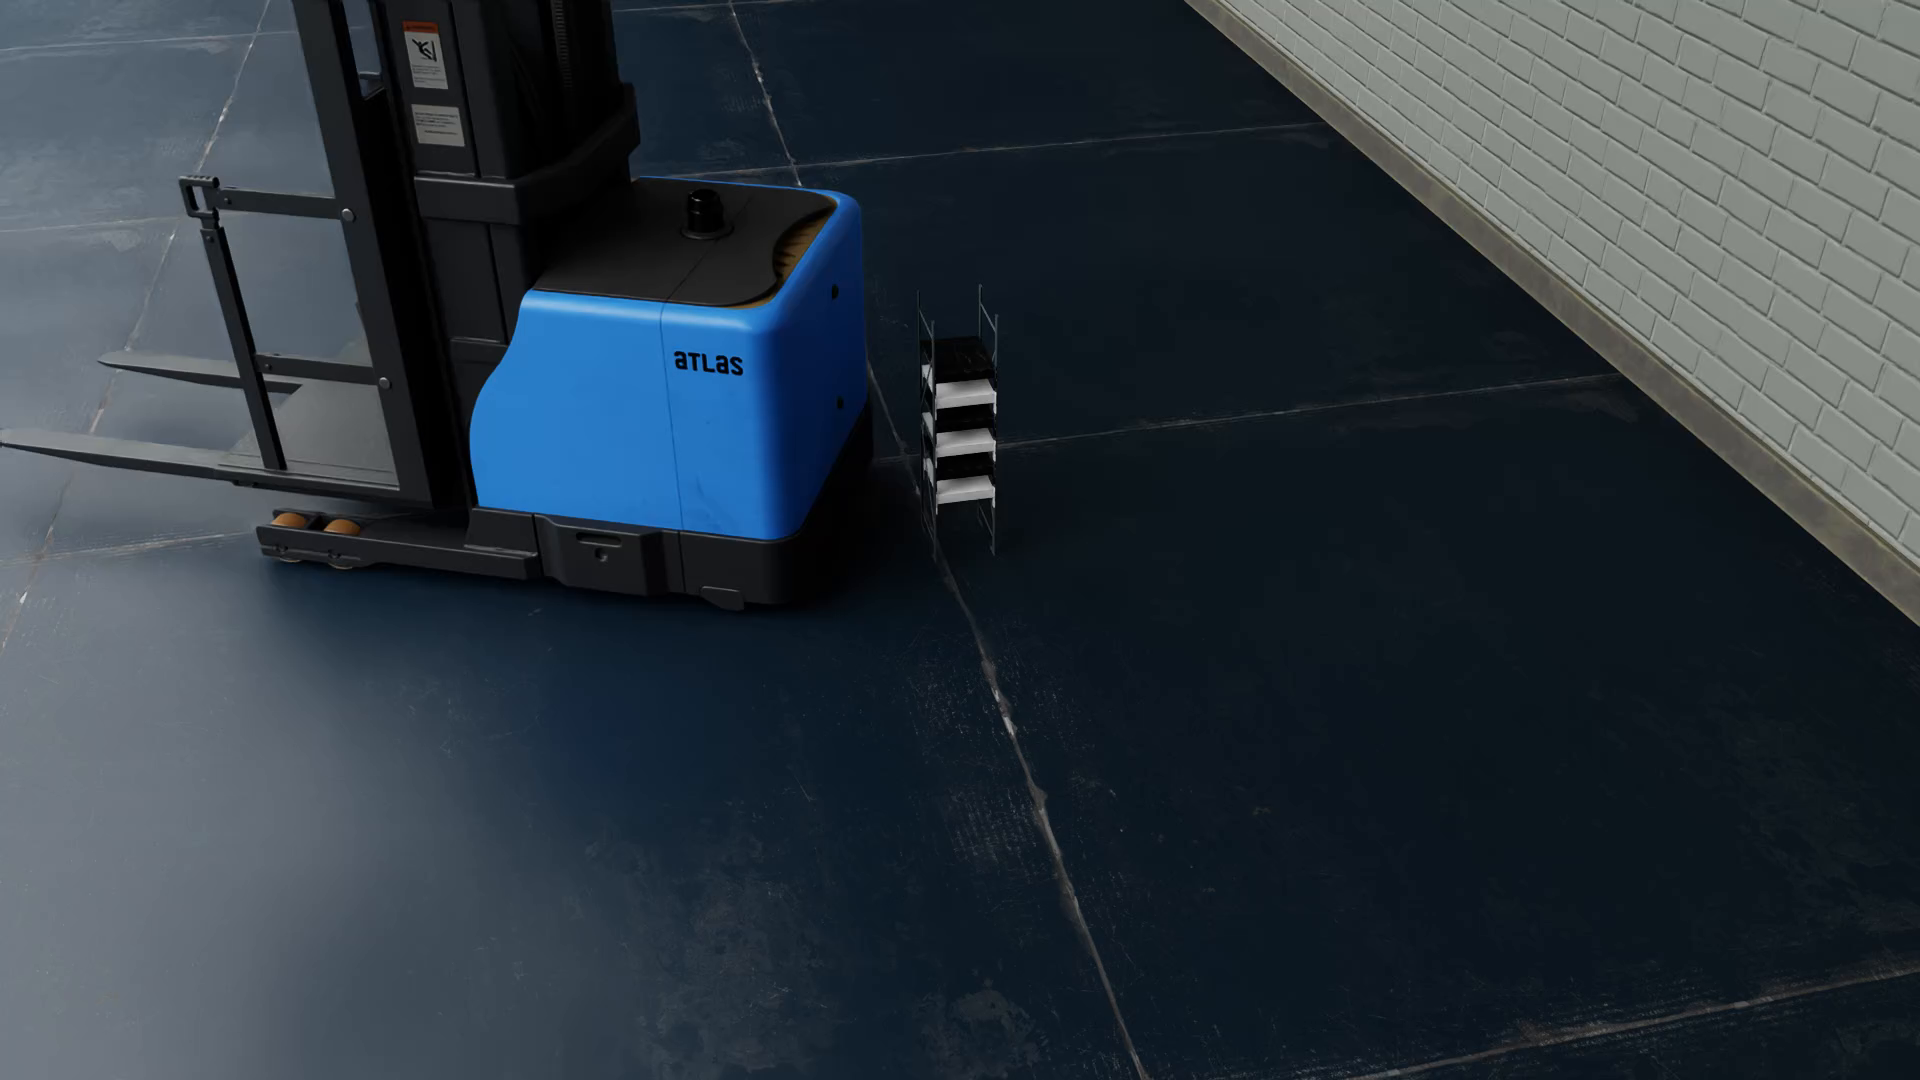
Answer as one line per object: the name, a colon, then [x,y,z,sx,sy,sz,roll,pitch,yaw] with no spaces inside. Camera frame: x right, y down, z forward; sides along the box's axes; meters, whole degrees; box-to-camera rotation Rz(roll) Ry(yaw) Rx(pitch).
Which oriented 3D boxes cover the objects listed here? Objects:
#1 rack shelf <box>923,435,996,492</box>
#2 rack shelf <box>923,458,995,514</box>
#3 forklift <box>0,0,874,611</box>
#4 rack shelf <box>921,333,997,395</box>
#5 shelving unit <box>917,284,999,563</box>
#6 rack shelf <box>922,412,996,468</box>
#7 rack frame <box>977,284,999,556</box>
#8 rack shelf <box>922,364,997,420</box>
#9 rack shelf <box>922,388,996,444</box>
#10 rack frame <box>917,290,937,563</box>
rack shelf: [-0.008,-0.270,5.566,0.200,0.077,0.258,-7,35,-11]
rack shelf: [-0.008,-0.196,5.617,0.200,0.077,0.258,-7,35,-11]
forklift: [-1.887,-1.398,5.202,3.031,2.935,1.130,7,34,10]
rack shelf: [-0.008,-0.569,5.366,0.200,0.077,0.258,-7,35,-11]
shelving unit: [-0.008,-0.373,5.498,0.210,0.900,0.258,-7,35,-11]
rack shelf: [-0.008,-0.345,5.516,0.200,0.077,0.258,-7,35,-11]
rack frame: [0.091,-0.385,5.516,0.006,0.900,0.240,-7,35,-11]
rack shelf: [-0.008,-0.494,5.416,0.200,0.077,0.258,-7,35,-11]
rack shelf: [-0.008,-0.420,5.466,0.200,0.077,0.258,-7,35,-11]
rack frame: [-0.107,-0.360,5.479,0.006,0.900,0.240,-7,35,-11]
